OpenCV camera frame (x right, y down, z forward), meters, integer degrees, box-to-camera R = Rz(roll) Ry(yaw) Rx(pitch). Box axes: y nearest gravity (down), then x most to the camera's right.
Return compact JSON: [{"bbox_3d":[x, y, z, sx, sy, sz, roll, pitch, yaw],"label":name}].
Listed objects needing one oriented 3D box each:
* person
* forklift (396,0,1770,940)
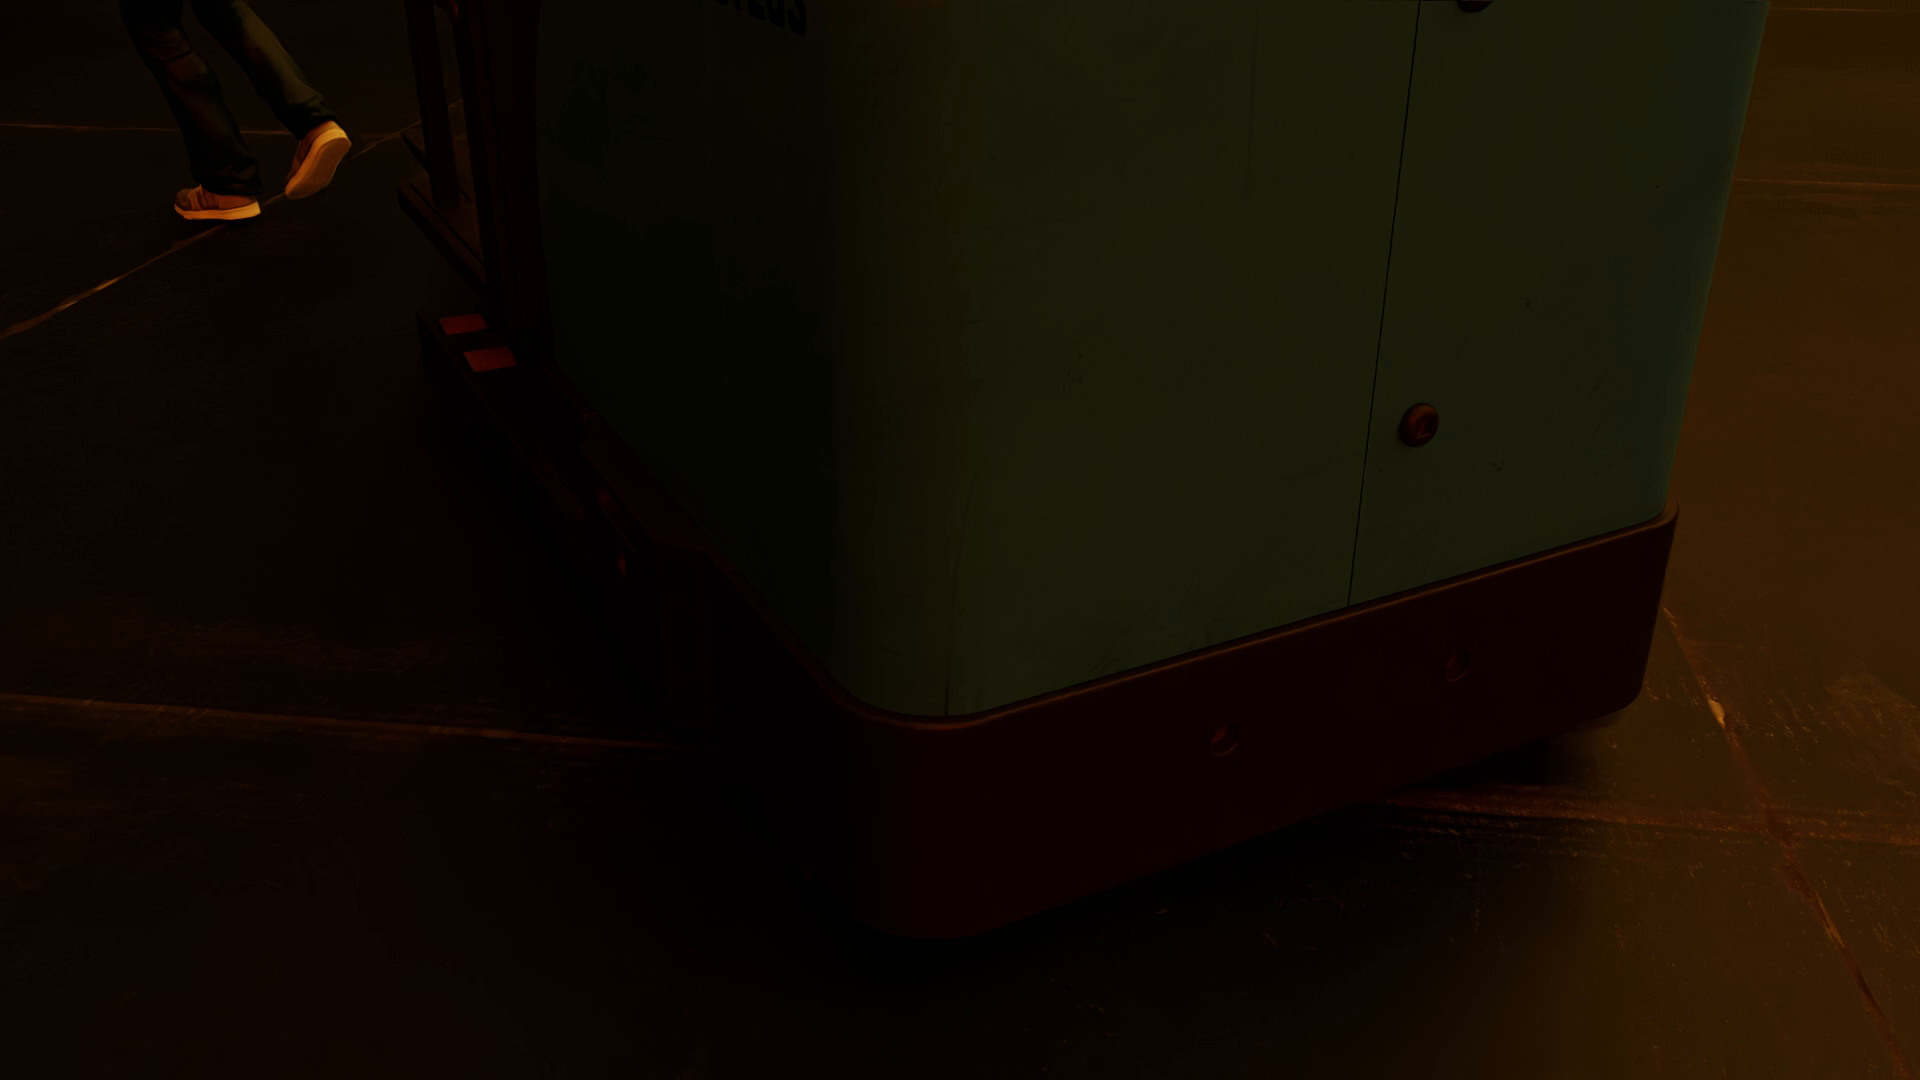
[{"bbox_3d":[-1.769,-1.471,3.713,0.481,1.562,0.623,15,30,27],"label":"person"},{"bbox_3d":[-0.313,-1.557,2.339,1.130,2.935,3.031,-13,29,-25],"label":"forklift"}]
